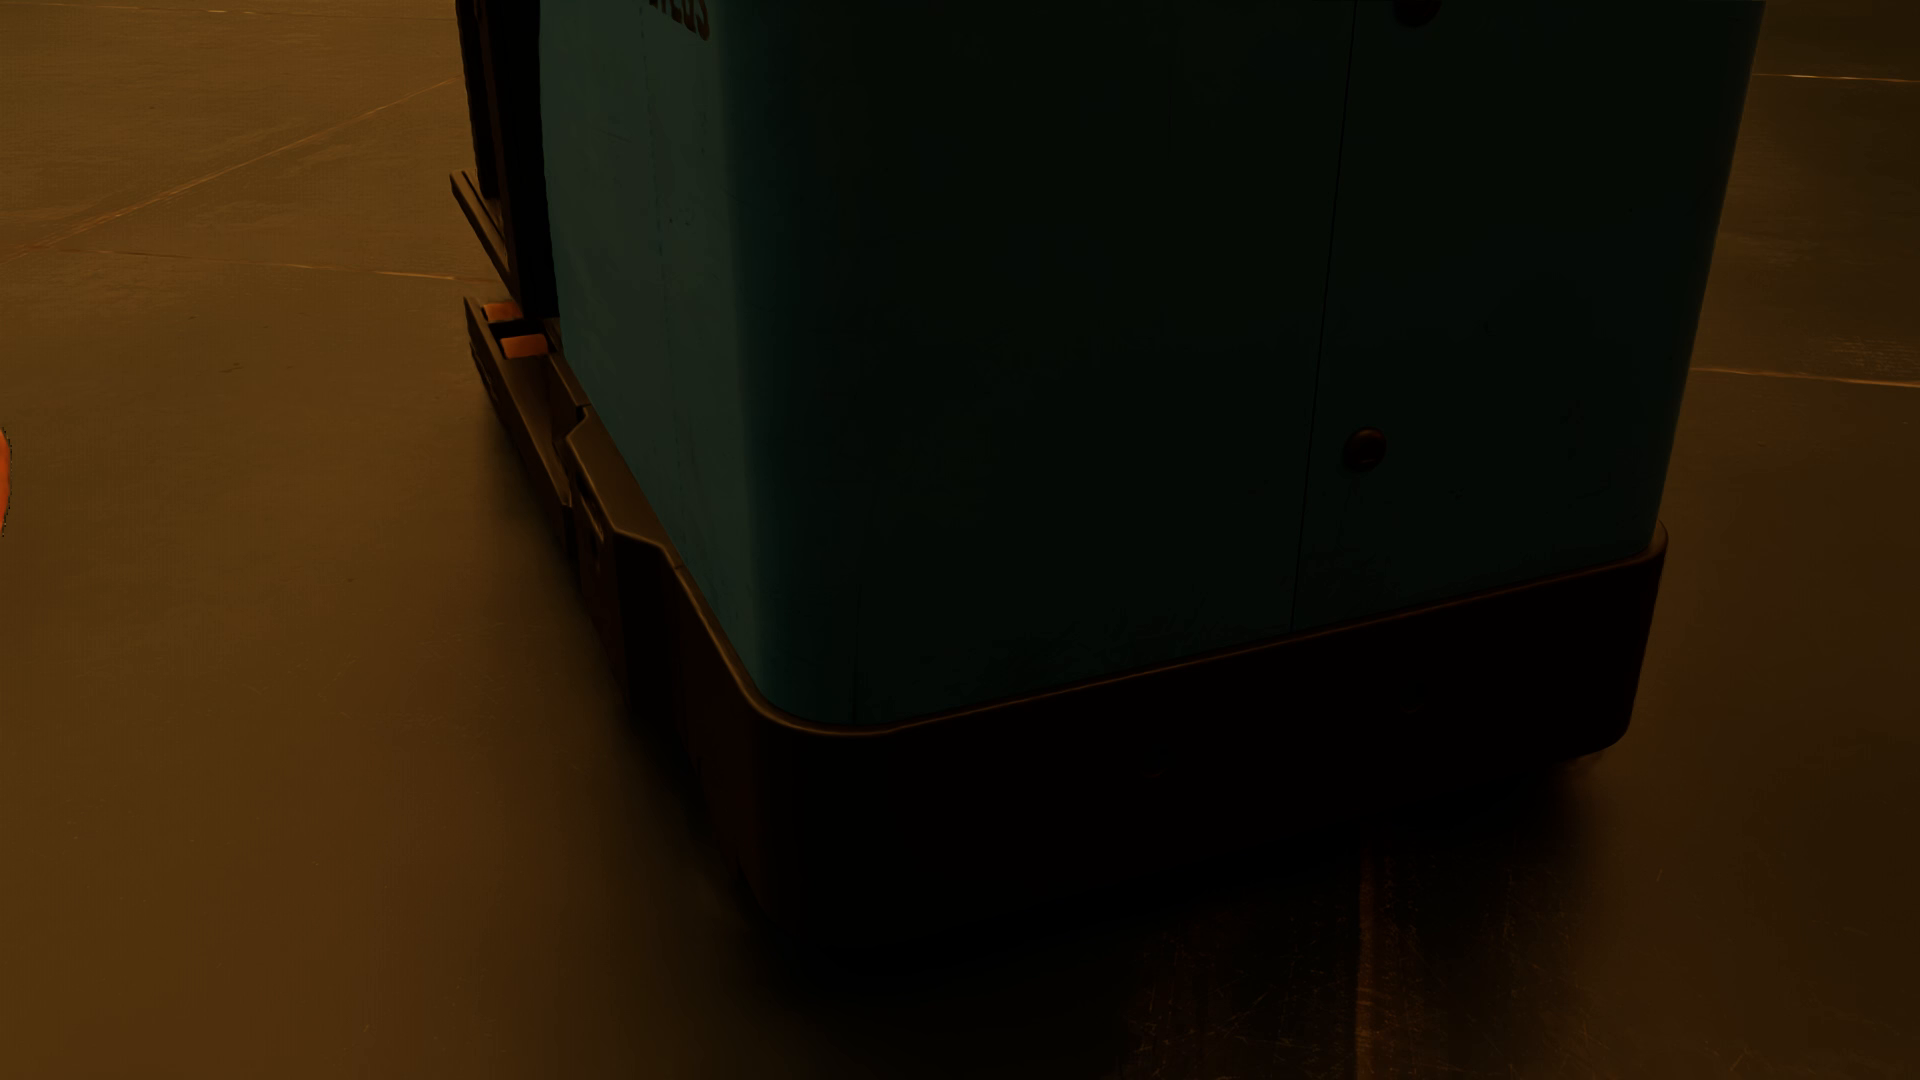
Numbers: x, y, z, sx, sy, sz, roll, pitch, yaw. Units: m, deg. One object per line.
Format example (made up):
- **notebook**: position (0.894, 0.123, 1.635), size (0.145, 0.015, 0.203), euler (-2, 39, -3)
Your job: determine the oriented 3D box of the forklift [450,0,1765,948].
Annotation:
- **forklift**: position (-0.254, -1.563, 2.345), size (1.130, 2.935, 3.031), euler (-11, 29, -20)
